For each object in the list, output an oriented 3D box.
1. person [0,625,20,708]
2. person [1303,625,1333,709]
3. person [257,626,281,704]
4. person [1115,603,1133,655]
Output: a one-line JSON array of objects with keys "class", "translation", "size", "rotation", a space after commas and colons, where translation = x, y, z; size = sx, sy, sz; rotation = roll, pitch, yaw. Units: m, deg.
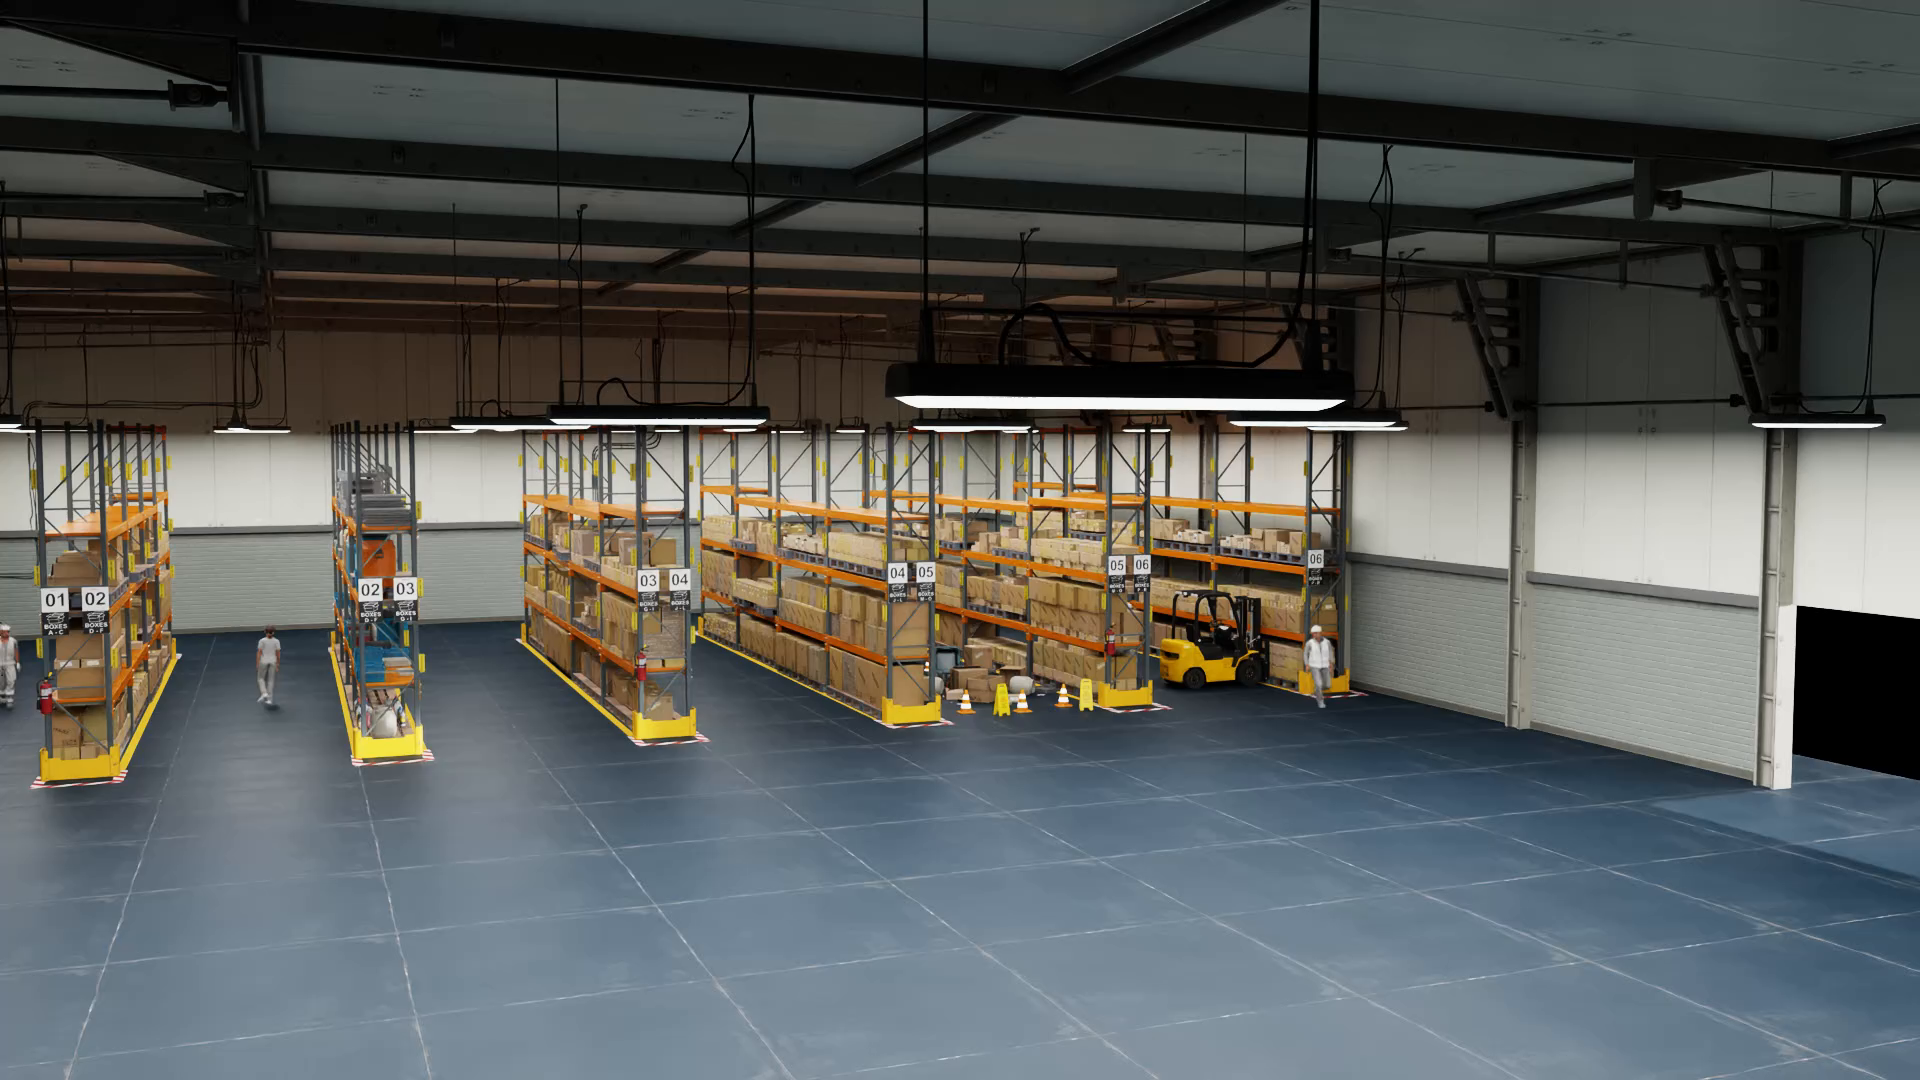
[{"class": "person", "translation": [-20.103, 2.647, 35.053], "size": [0.560, 1.728, 0.995], "rotation": [-3, 4, -36]}, {"class": "person", "translation": [7.575, 2.661, 35.165], "size": [0.597, 1.748, 0.630], "rotation": [-1, 4, -9]}, {"class": "person", "translation": [-14.749, 2.661, 35.489], "size": [0.486, 1.670, 0.464], "rotation": [-2, 4, -26]}, {"class": "person", "translation": [3.936, 2.368, 39.724], "size": [0.644, 1.750, 0.789], "rotation": [-2, 4, -26]}]
